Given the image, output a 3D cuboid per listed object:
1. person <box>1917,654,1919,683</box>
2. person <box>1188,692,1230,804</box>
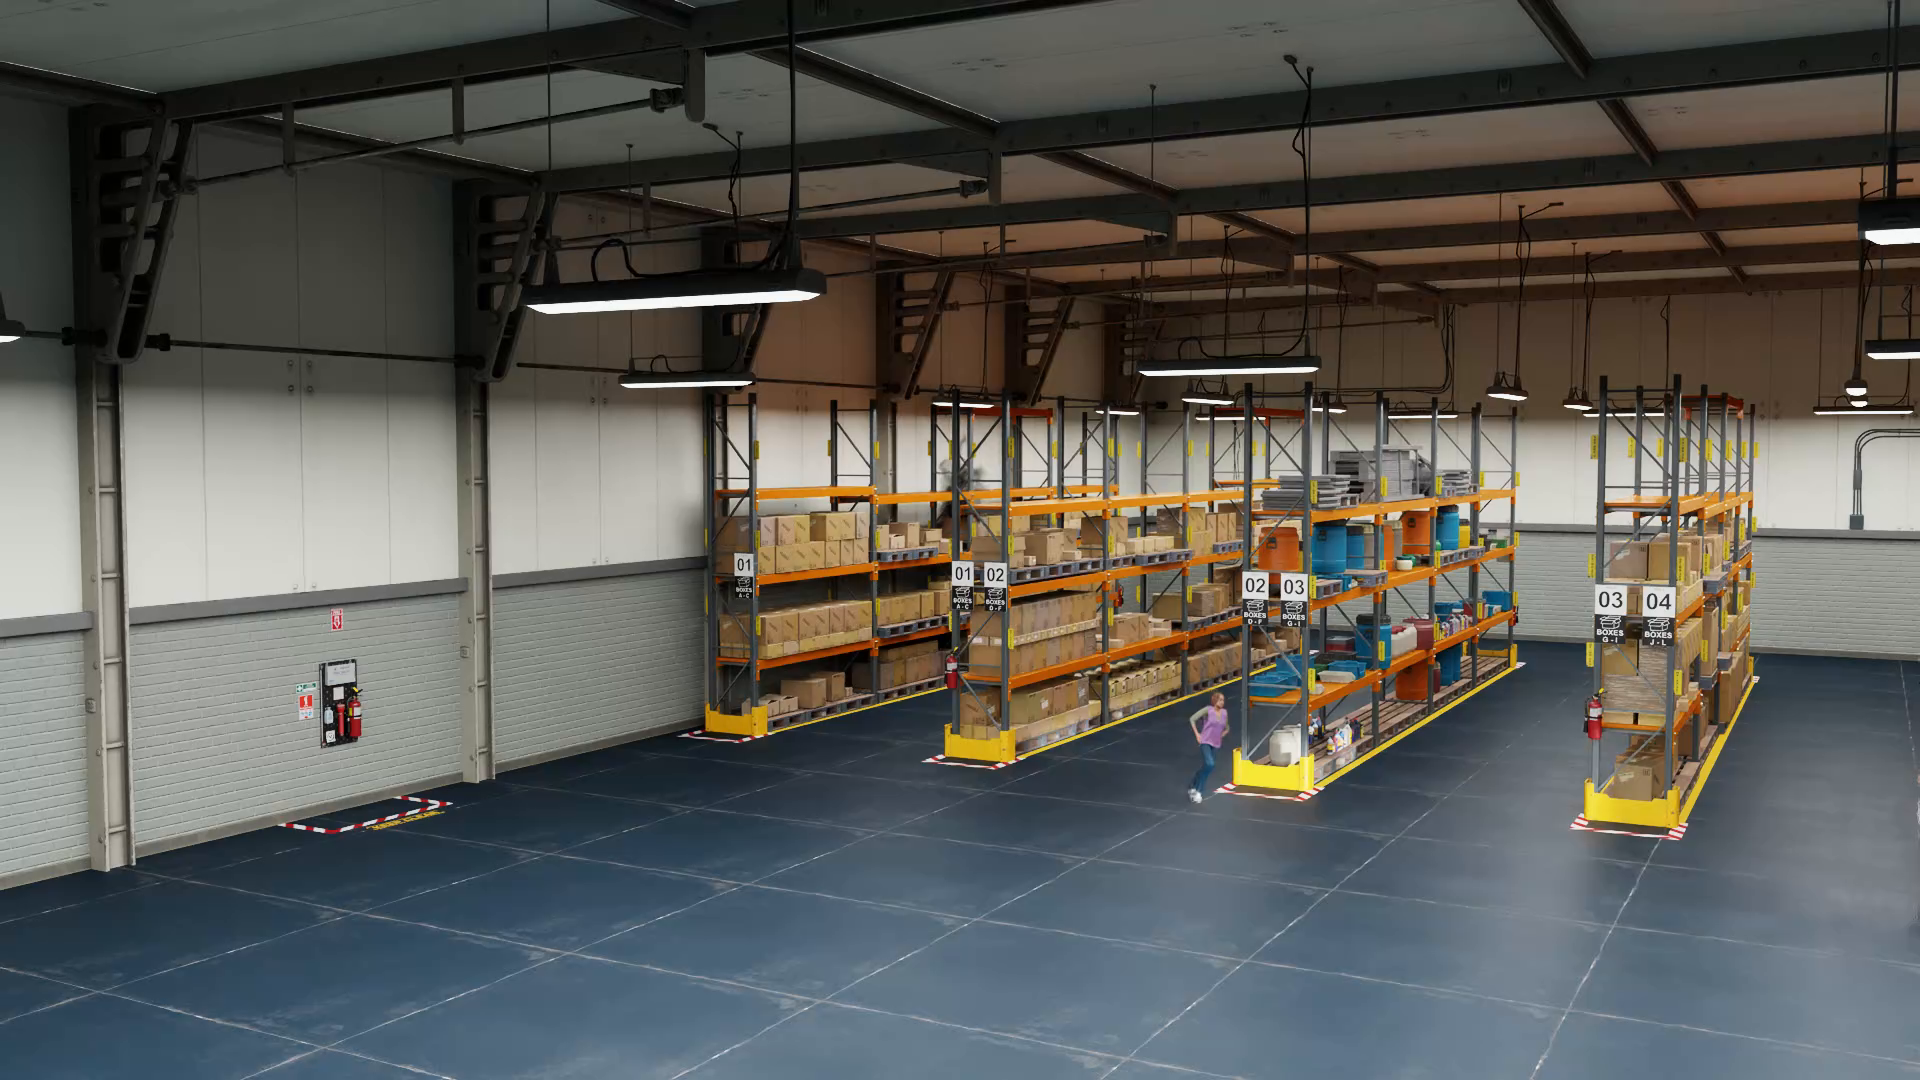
[{"bbox_3d":[20.642,2.253,35.225,0.482,1.686,0.846,0,3,-1],"label":"person"},{"bbox_3d":[3.550,2.955,23.786,0.619,1.576,0.633,-2,4,-28],"label":"person"}]
